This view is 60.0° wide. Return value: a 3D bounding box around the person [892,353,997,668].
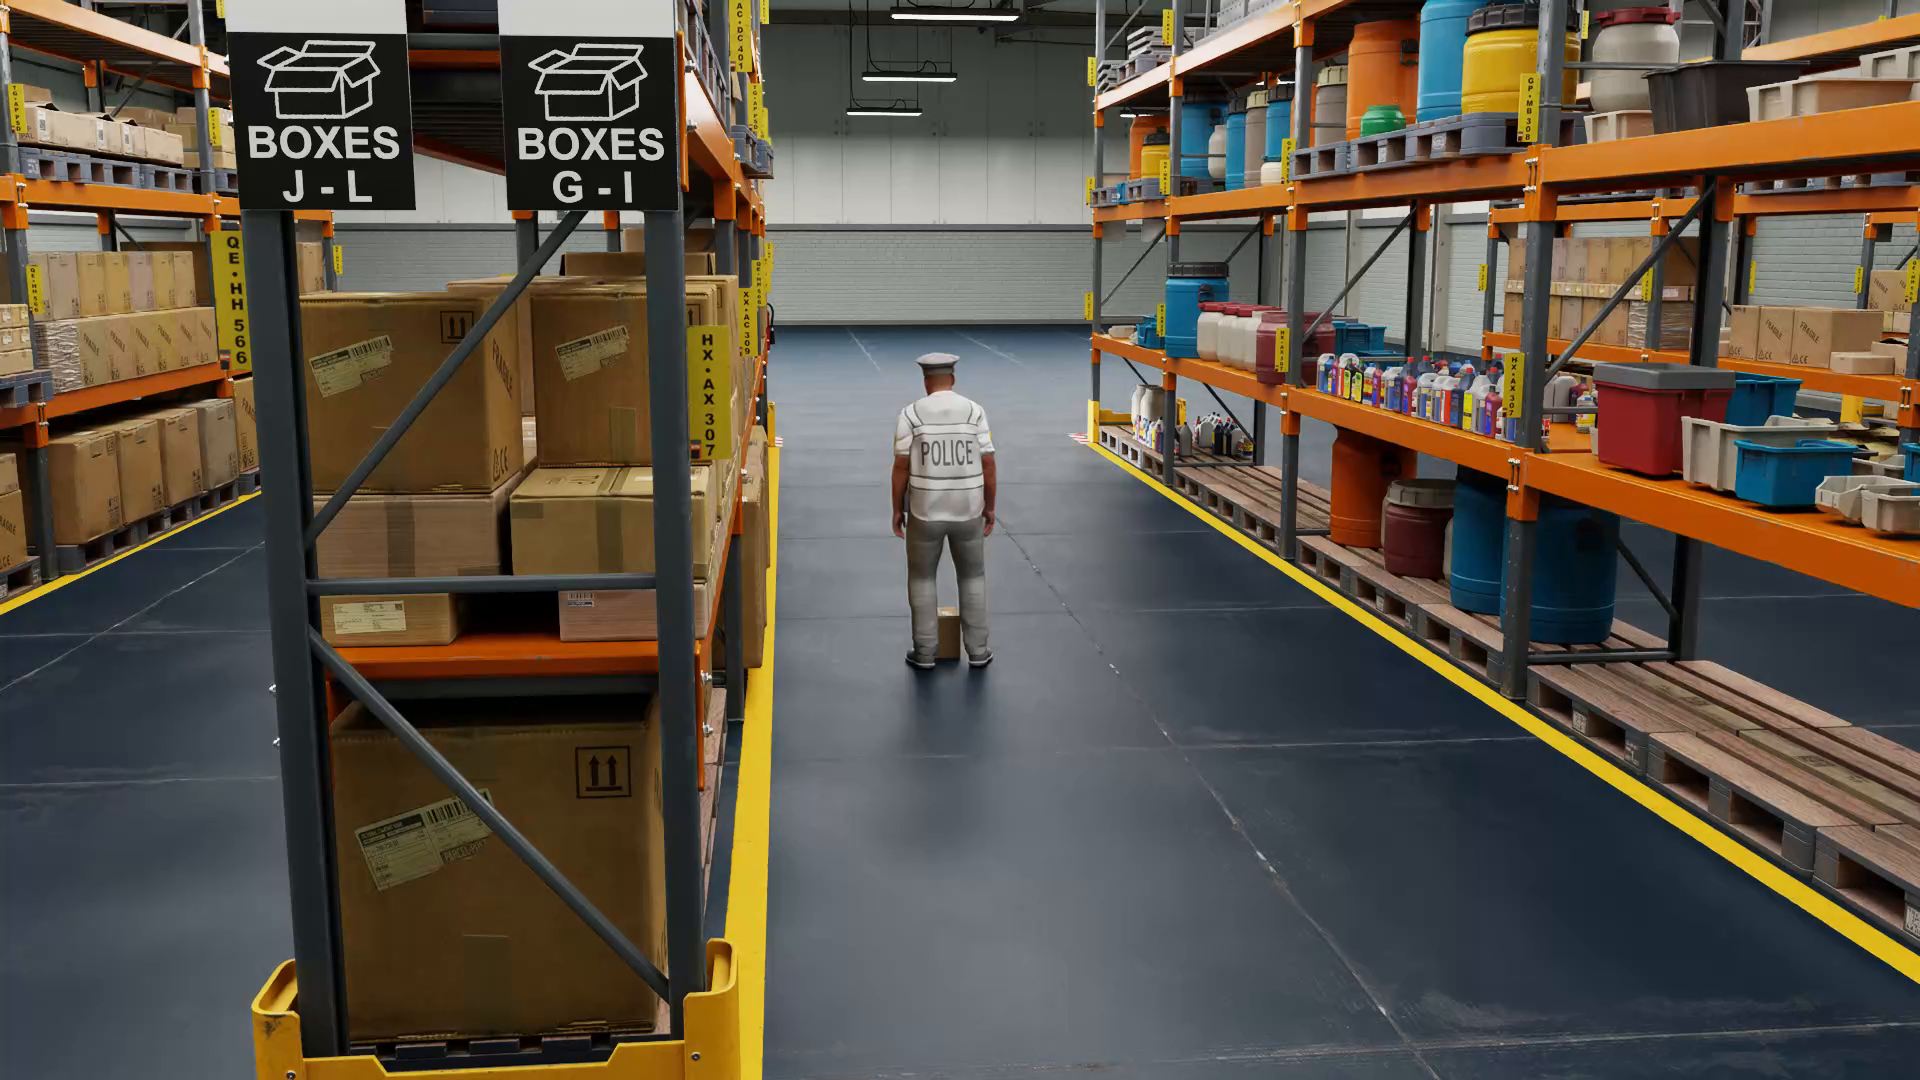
[{"bbox_3d":[-0.086,-0.155,9.264,0.588,1.748,0.435,-1,10,-7],"label":"person"}]
